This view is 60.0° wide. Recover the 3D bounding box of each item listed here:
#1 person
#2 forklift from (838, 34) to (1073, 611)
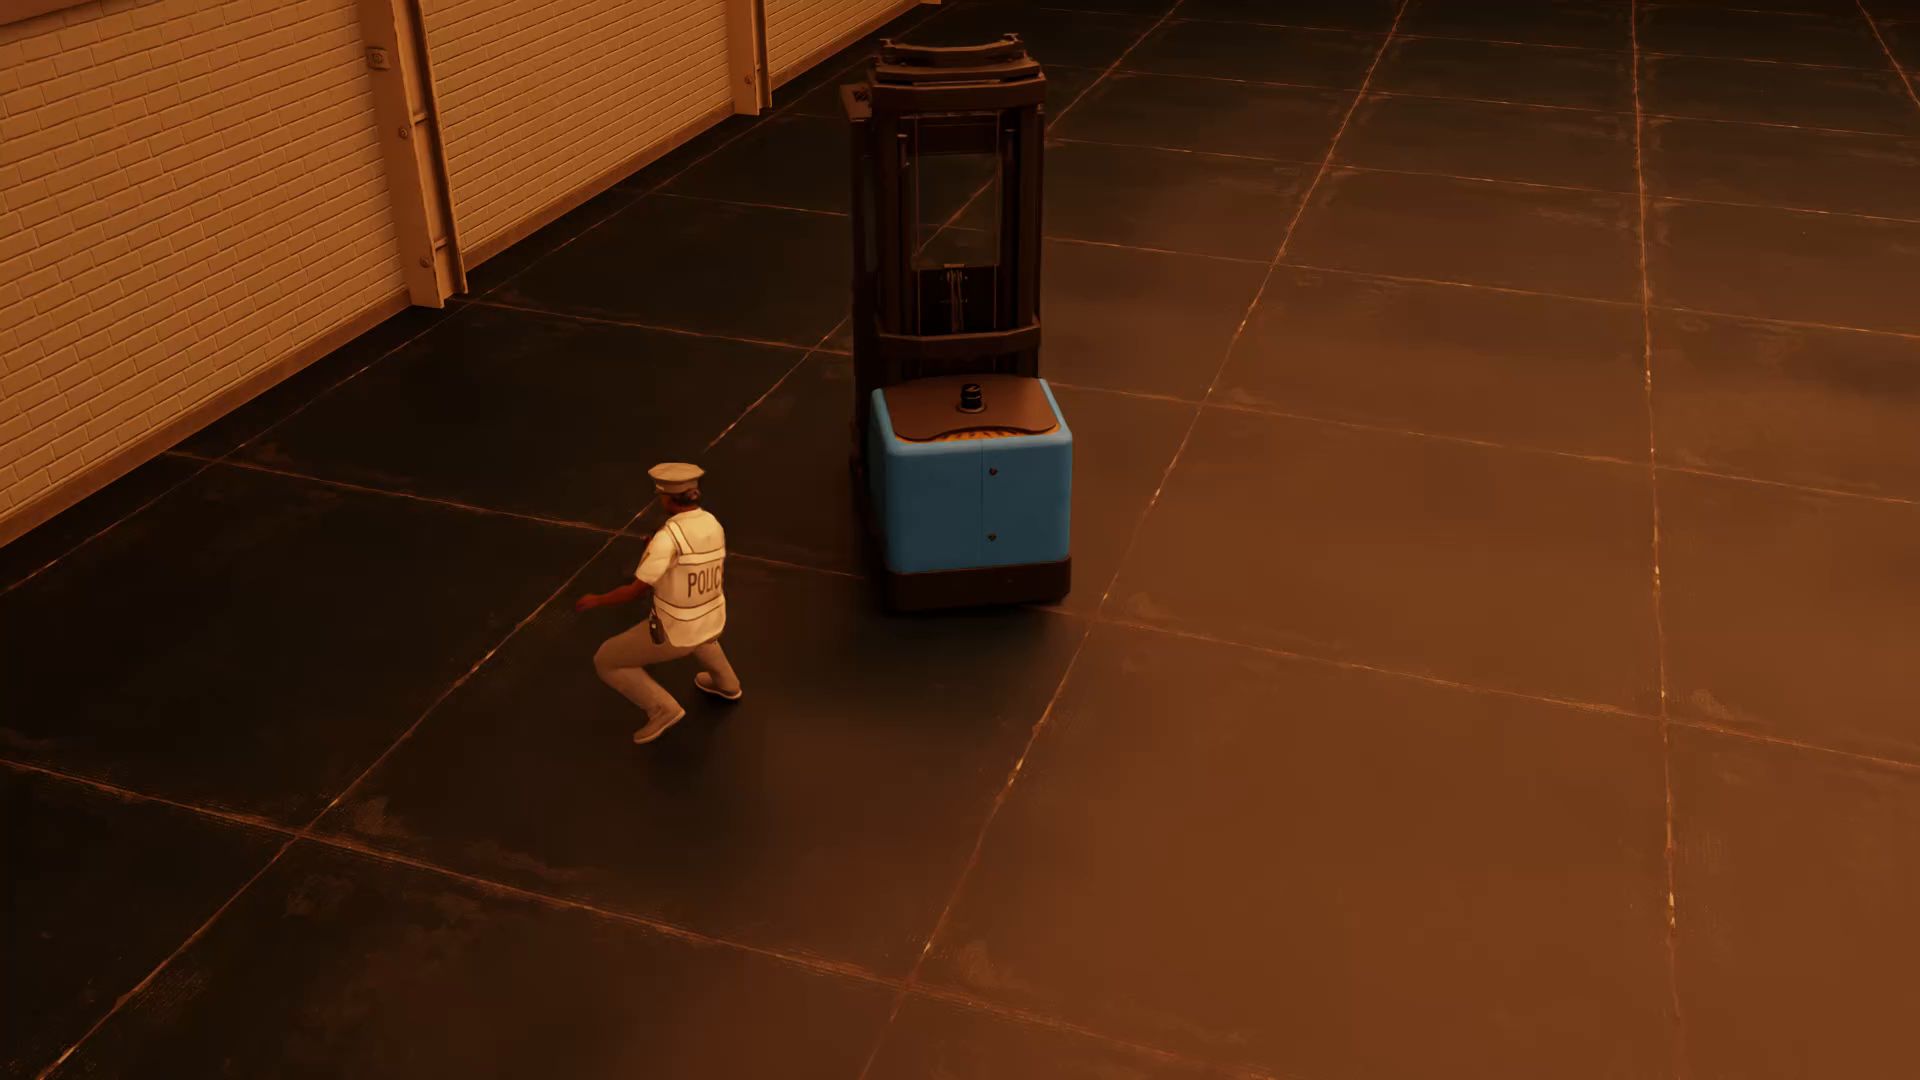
[{"bbox_3d":[-1.449,0.297,8.081,0.725,1.475,0.842,19,35,29],"label":"person"},{"bbox_3d":[-0.112,-1.589,9.923,1.130,2.935,3.031,-4,30,-8],"label":"forklift"}]
